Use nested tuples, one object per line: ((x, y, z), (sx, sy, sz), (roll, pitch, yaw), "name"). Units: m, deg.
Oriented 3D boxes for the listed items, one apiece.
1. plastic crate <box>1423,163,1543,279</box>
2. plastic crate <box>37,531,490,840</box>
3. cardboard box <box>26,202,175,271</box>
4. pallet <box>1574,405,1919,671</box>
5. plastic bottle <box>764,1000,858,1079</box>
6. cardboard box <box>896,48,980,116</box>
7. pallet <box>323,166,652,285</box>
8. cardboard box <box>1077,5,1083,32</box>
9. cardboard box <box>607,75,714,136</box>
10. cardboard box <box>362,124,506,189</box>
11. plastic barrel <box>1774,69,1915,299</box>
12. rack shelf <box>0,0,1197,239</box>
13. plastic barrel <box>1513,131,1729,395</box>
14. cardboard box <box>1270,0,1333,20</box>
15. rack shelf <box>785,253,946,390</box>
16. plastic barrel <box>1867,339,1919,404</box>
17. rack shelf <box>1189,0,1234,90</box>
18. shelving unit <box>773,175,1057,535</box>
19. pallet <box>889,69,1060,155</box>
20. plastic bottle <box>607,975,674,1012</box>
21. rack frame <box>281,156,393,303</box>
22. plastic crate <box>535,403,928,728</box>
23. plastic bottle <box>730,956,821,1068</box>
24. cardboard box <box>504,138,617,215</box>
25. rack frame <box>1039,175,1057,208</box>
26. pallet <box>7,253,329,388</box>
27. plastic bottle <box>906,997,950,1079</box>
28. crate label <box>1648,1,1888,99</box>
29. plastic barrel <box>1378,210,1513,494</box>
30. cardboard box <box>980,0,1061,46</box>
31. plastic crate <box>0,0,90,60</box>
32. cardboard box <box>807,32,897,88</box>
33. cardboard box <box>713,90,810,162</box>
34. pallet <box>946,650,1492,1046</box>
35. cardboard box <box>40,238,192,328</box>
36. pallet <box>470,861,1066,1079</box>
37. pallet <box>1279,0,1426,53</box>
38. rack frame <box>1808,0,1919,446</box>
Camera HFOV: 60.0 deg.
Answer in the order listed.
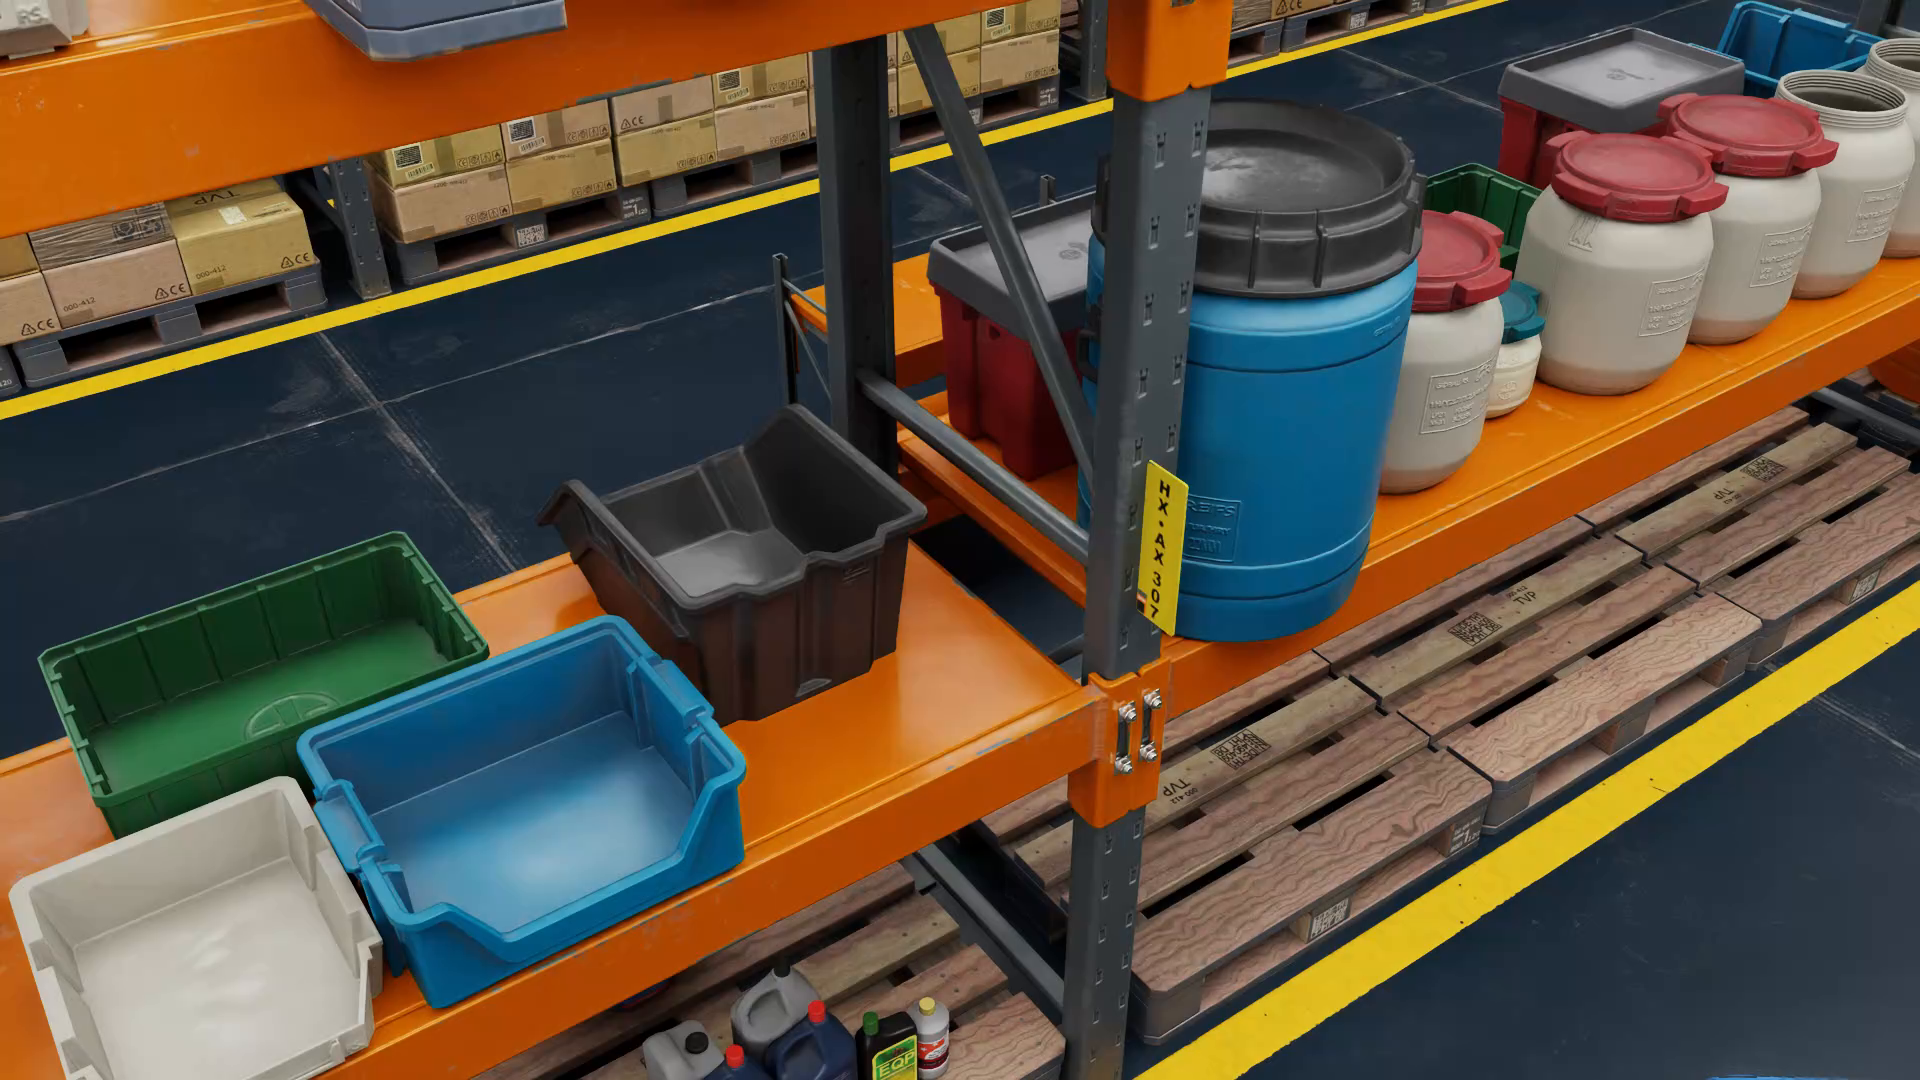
((1.306, -0.771, 4.434), (0.662, 0.188, 0.450), (-22, 41, -28), "plastic crate")
((-1.227, 0.272, 2.985), (0.662, 0.188, 0.450), (-22, 41, -28), "plastic crate")
((-3.474, -1.437, 6.532), (0.500, 0.500, 0.500), (-22, 41, -28), "cardboard box")
((2.659, -0.108, 5.719), (1.213, 0.211, 1.003), (-22, 41, -28), "pallet")
((-0.315, 1.115, 3.523), (0.185, 0.351, 0.144), (-24, 42, -29), "plastic bottle")
((-0.244, -2.433, 8.559), (0.500, 0.250, 0.500), (-23, 42, -28), "cardboard box")
((-2.225, -1.636, 7.844), (1.213, 0.211, 1.003), (-22, 41, -28), "pallet")
((1.001, -3.028, 9.155), (0.500, 0.500, 0.500), (-21, 41, -26), "cardboard box")
((-1.489, -2.144, 7.677), (0.500, 0.311, 0.500), (-24, 42, -29), "cardboard box")
((-2.324, -1.804, 7.204), (0.500, 0.311, 0.500), (-22, 41, -28), "cardboard box")
((2.253, -0.937, 4.389), (0.421, 0.512, 0.421), (0, 36, 0), "plastic barrel")
((-1.589, -0.389, 1.769), (4.000, 0.370, 1.077), (-22, 41, -28), "rack shelf")
((1.554, -0.655, 3.976), (0.433, 0.535, 0.433), (0, 36, 0), "plastic barrel")
((1.839, -3.373, 9.634), (0.500, 0.500, 0.500), (-23, 42, -28), "cardboard box")
((0.006, -0.697, 5.254), (1.000, 0.278, 0.538), (-22, 41, -28), "rack shelf")
((3.705, -0.944, 5.992), (0.708, 0.830, 0.600), (-22, 41, -28), "plastic barrel")
((1.680, -1.735, 3.640), (4.000, 0.370, 1.077), (-22, 41, -28), "rack shelf")
((0.006, -0.459, 5.425), (1.048, 1.125, 0.538), (-22, 41, -28), "shelving unit")
((-0.231, -2.457, 8.985), (1.213, 0.211, 1.003), (-22, 41, -28), "pallet")
((-0.770, 0.903, 3.818), (0.185, 0.351, 0.144), (-22, 41, -28), "plastic bottle")
((-2.805, -2.502, 6.659), (0.127, 3.000, 1.000), (-22, 41, -28), "rack frame")
((-0.456, 0.004, 3.228), (0.504, 0.338, 0.767), (-22, 41, -28), "plastic crate")
((-0.398, 1.046, 3.619), (0.185, 0.351, 0.144), (-22, 41, -28), "plastic bottle")
((-1.914, -1.744, 7.602), (0.500, 0.250, 0.500), (-21, 41, -27), "cardboard box")
((0.421, -0.630, 5.662), (0.032, 1.125, 0.500), (-22, 41, -28), "rack frame")
((-3.479, -1.122, 7.129), (1.213, 0.211, 1.003), (-22, 41, -28), "pallet")
((-0.072, 1.092, 3.683), (0.097, 0.201, 0.097), (0, 36, 0), "plastic bottle")
((2.347, -1.291, 4.946), (0.616, 0.435, 0.502), (-22, 41, -28), "crate label")
((0.954, -0.409, 3.633), (0.433, 0.535, 0.433), (0, 36, 0), "plastic barrel")
((0.178, -2.835, 8.638), (0.500, 0.311, 0.500), (-21, 41, -27), "cardboard box")
((-1.034, -0.514, 1.553), (0.396, 0.136, 0.243), (-22, 41, -28), "plastic crate")
((-0.657, -2.489, 8.156), (0.500, 0.311, 0.500), (-23, 41, -28), "cardboard box")
((-1.076, -2.091, 8.083), (0.500, 0.250, 0.500), (-22, 41, -27), "cardboard box")
((0.665, 0.713, 4.578), (1.213, 0.211, 1.003), (-22, 41, -28), "pallet")
((-3.472, -1.132, 6.750), (0.500, 0.250, 0.500), (-22, 41, -28), "cardboard box")
((-0.528, 1.202, 3.898), (1.213, 0.211, 1.003), (-22, 41, -28), "pallet")
((2.093, -3.356, 10.235), (1.213, 0.211, 1.003), (-22, 41, -28), "pallet")
((3.315, -1.482, 5.241), (0.127, 3.000, 1.000), (-22, 41, -28), "rack frame")
